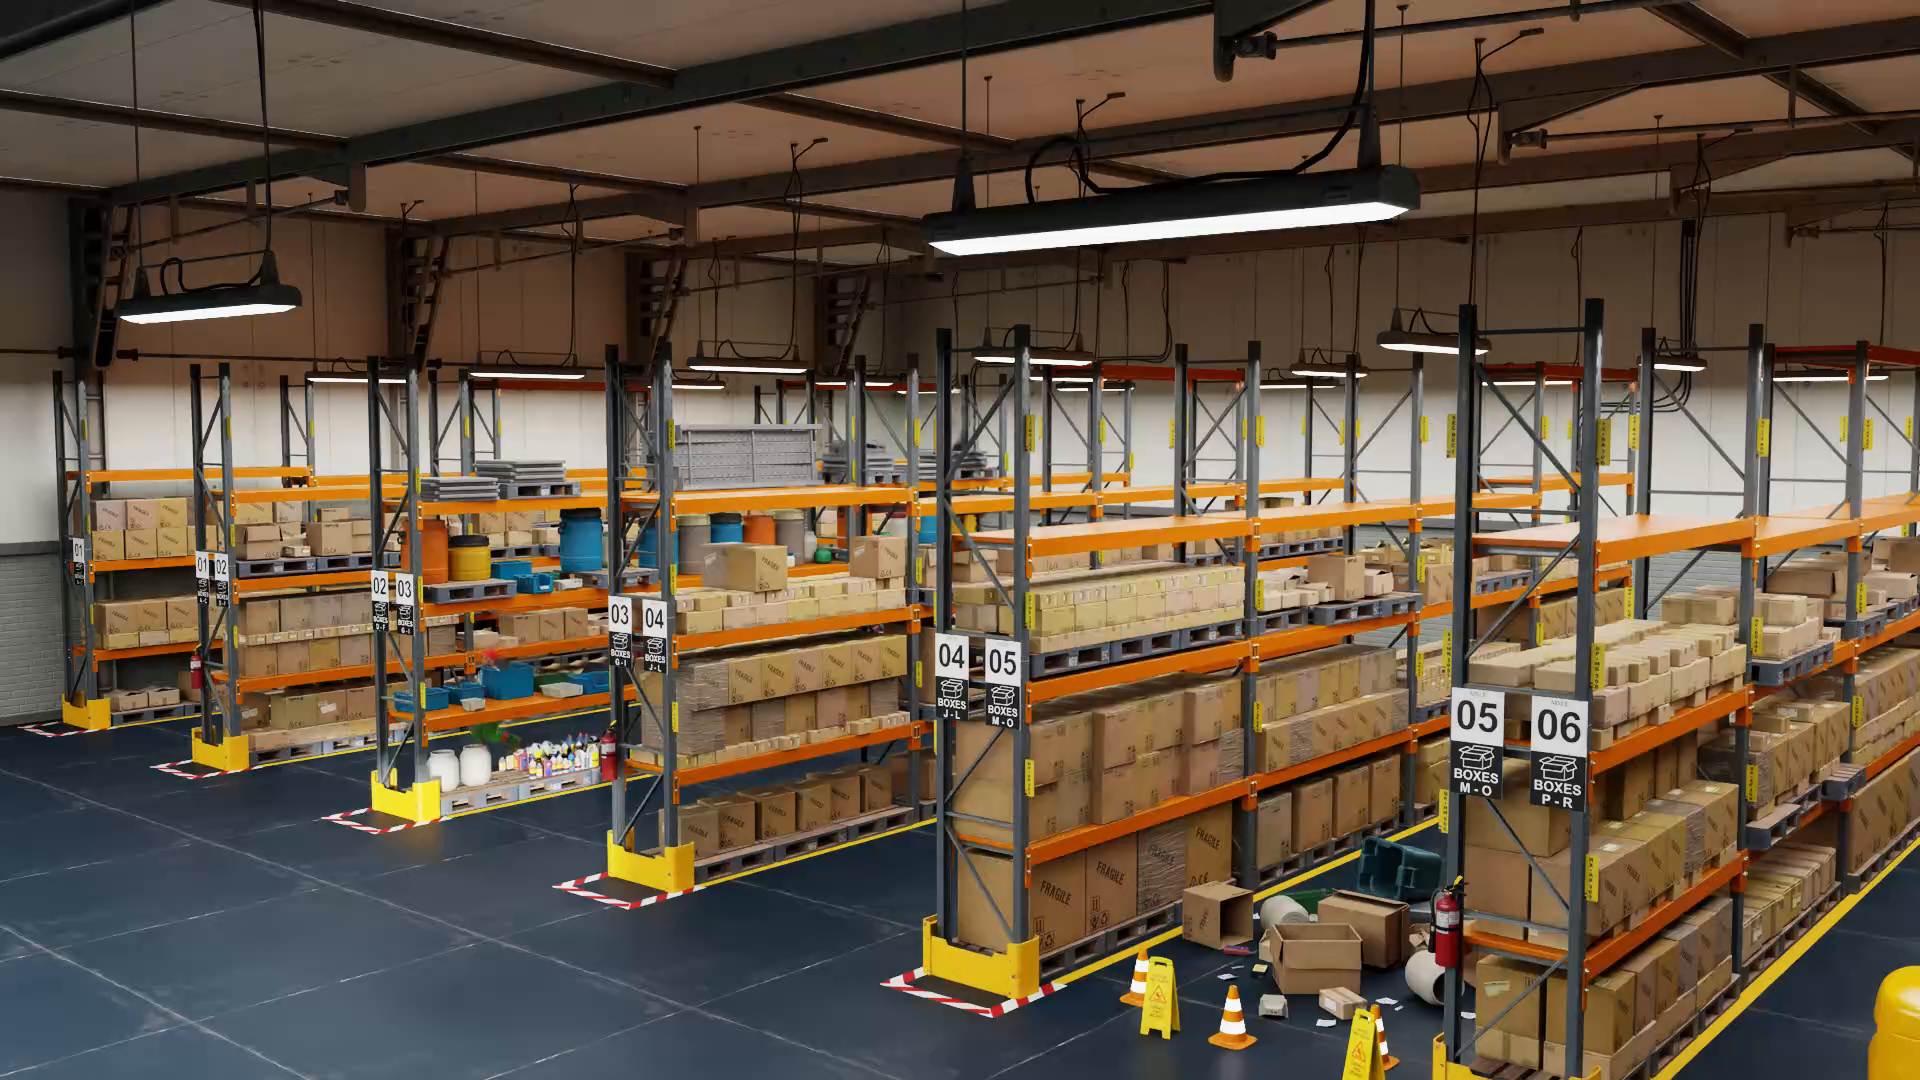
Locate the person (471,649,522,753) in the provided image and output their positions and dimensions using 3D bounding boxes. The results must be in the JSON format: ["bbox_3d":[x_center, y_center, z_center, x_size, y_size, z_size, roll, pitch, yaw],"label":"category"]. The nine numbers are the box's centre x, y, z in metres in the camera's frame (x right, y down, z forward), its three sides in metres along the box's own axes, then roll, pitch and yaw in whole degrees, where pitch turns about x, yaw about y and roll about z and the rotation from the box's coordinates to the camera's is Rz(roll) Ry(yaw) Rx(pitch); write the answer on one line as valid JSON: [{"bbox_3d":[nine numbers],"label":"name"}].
[{"bbox_3d":[-6.978,2.504,24.778,0.872,1.778,0.655,-4,6,-45],"label":"person"}]
